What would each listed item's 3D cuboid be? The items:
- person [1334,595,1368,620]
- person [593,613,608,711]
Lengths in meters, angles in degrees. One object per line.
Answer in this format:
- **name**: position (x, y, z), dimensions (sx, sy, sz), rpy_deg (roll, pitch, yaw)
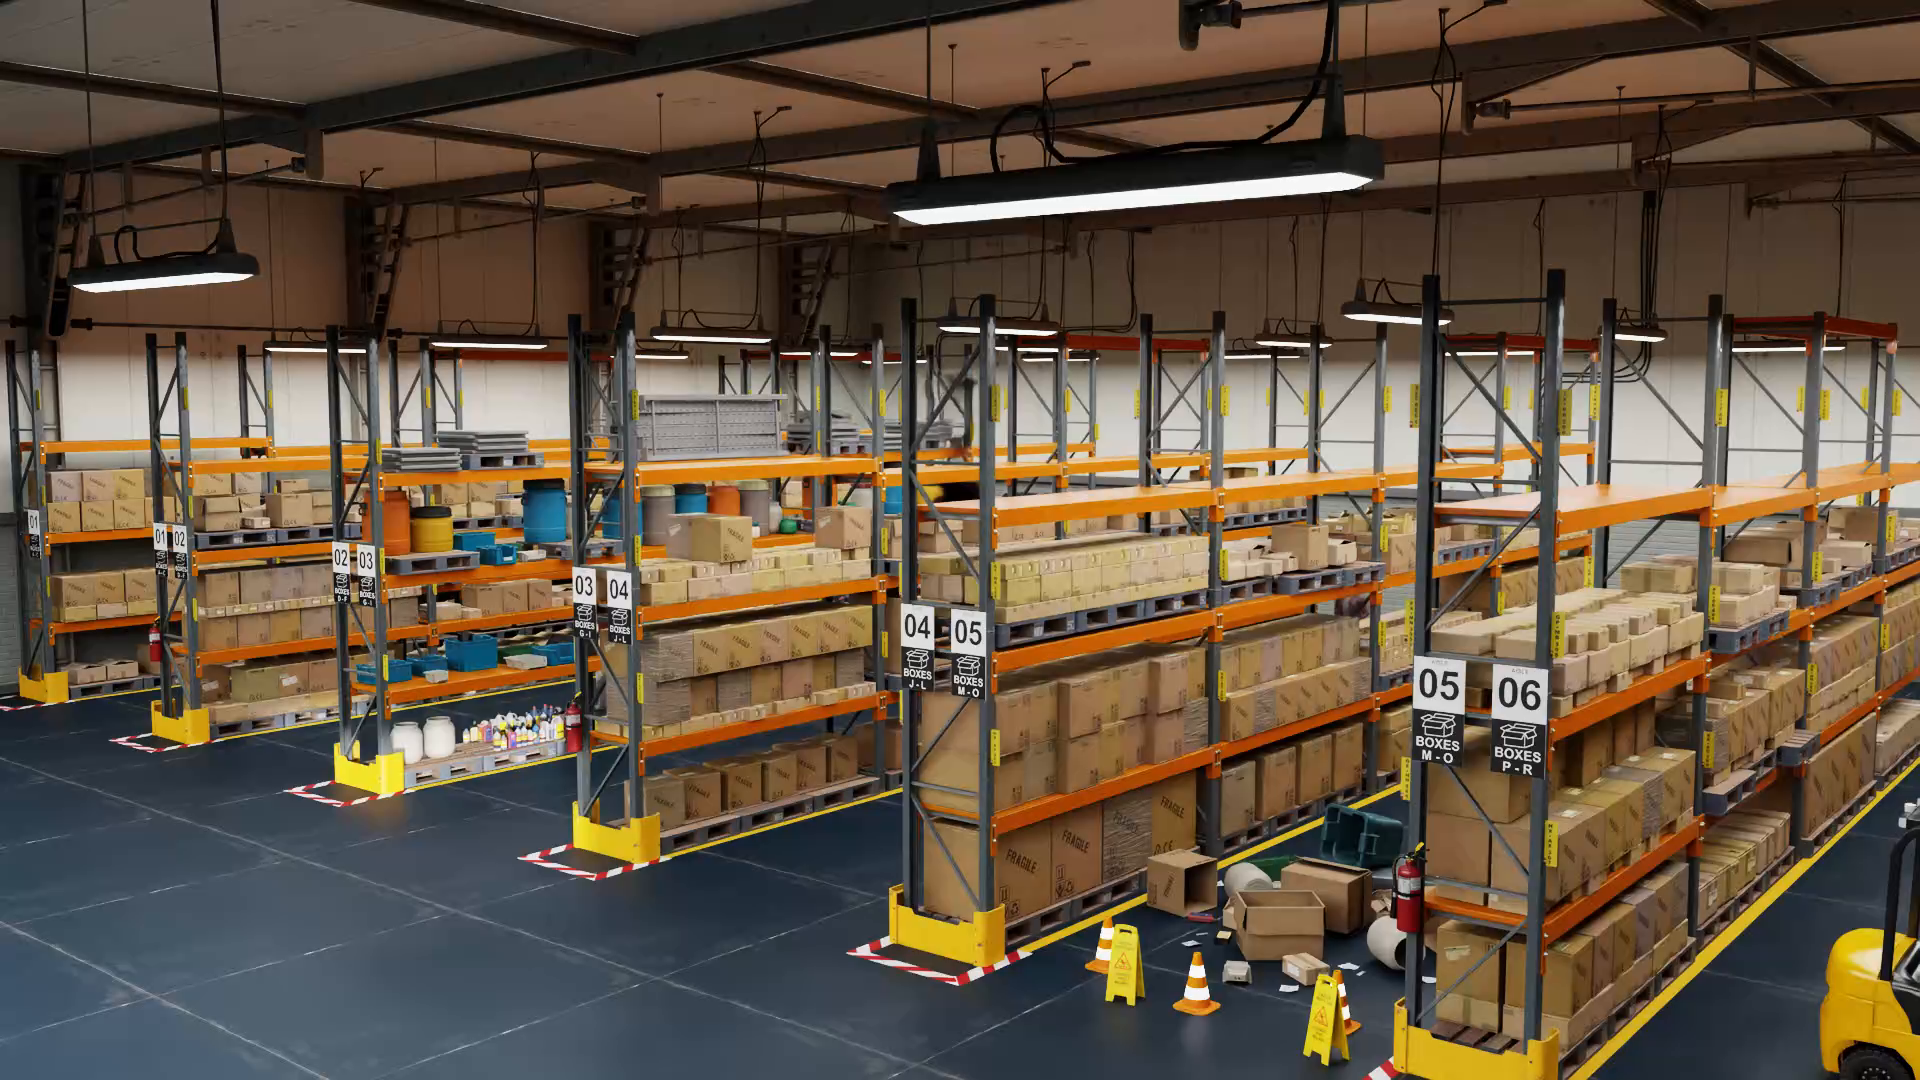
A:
- **person**: position (7.017, 1.609, 29.897), dimensions (0.690, 1.761, 0.954), rpy_deg (4, 6, 35)
- **person**: position (-5.738, 1.878, 26.982), dimensions (0.714, 1.733, 0.791), rpy_deg (3, 6, 33)
